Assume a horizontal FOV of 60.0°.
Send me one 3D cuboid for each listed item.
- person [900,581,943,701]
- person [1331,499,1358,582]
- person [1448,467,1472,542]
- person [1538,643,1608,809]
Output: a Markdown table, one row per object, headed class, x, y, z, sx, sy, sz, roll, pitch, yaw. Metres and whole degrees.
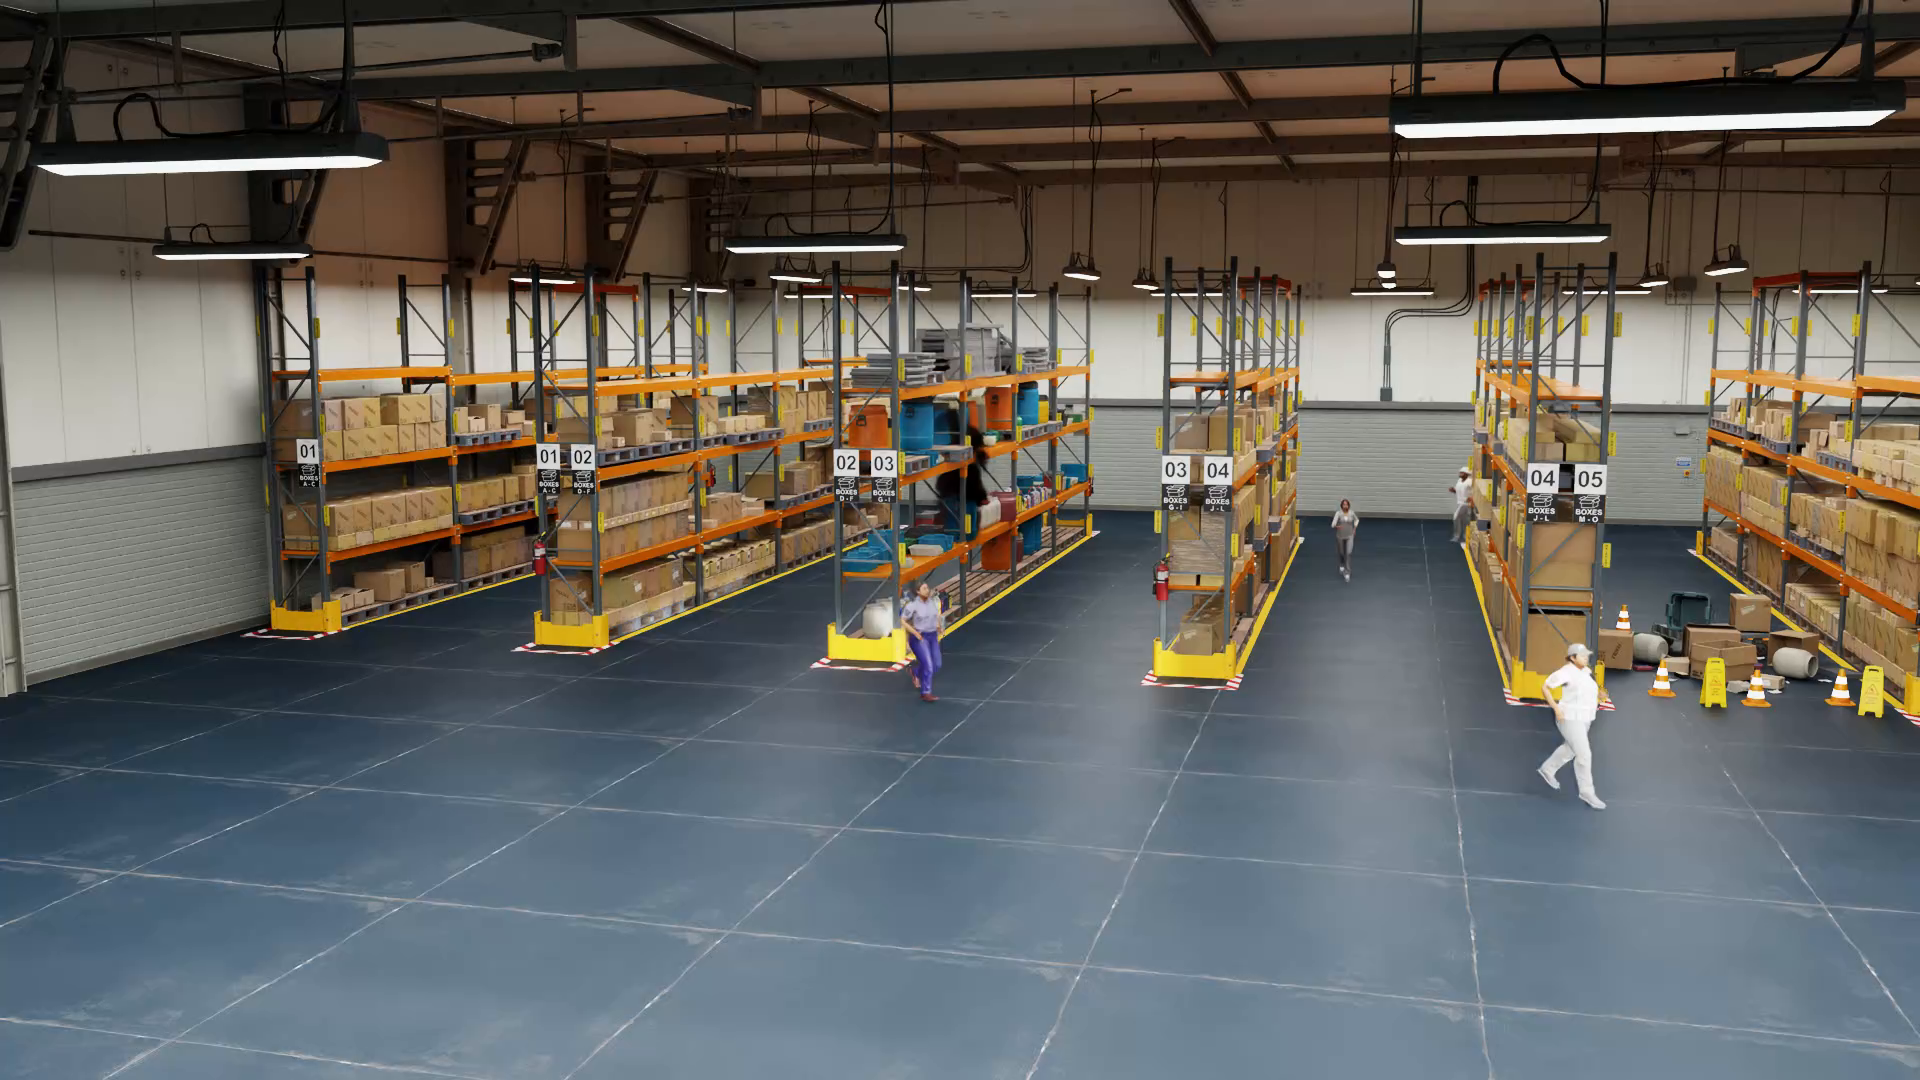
| class | x | y | z | sx | sy | sz | roll | pitch | yaw |
| --- | --- | --- | --- | --- | --- | --- | --- | --- | --- |
| person | -0.499 | 1.358 | 22.550 | 0.612 | 1.597 | 0.593 | -7 | 10 | -43 |
| person | 7.696 | -0.017 | 33.267 | 0.534 | 1.615 | 0.843 | 1 | 7 | 11 |
| person | 11.867 | -0.817 | 39.100 | 0.743 | 1.822 | 0.700 | -1 | 7 | -7 |
| person | 6.534 | 1.930 | 17.688 | 0.594 | 1.689 | 0.895 | -6 | 9 | -39 |
